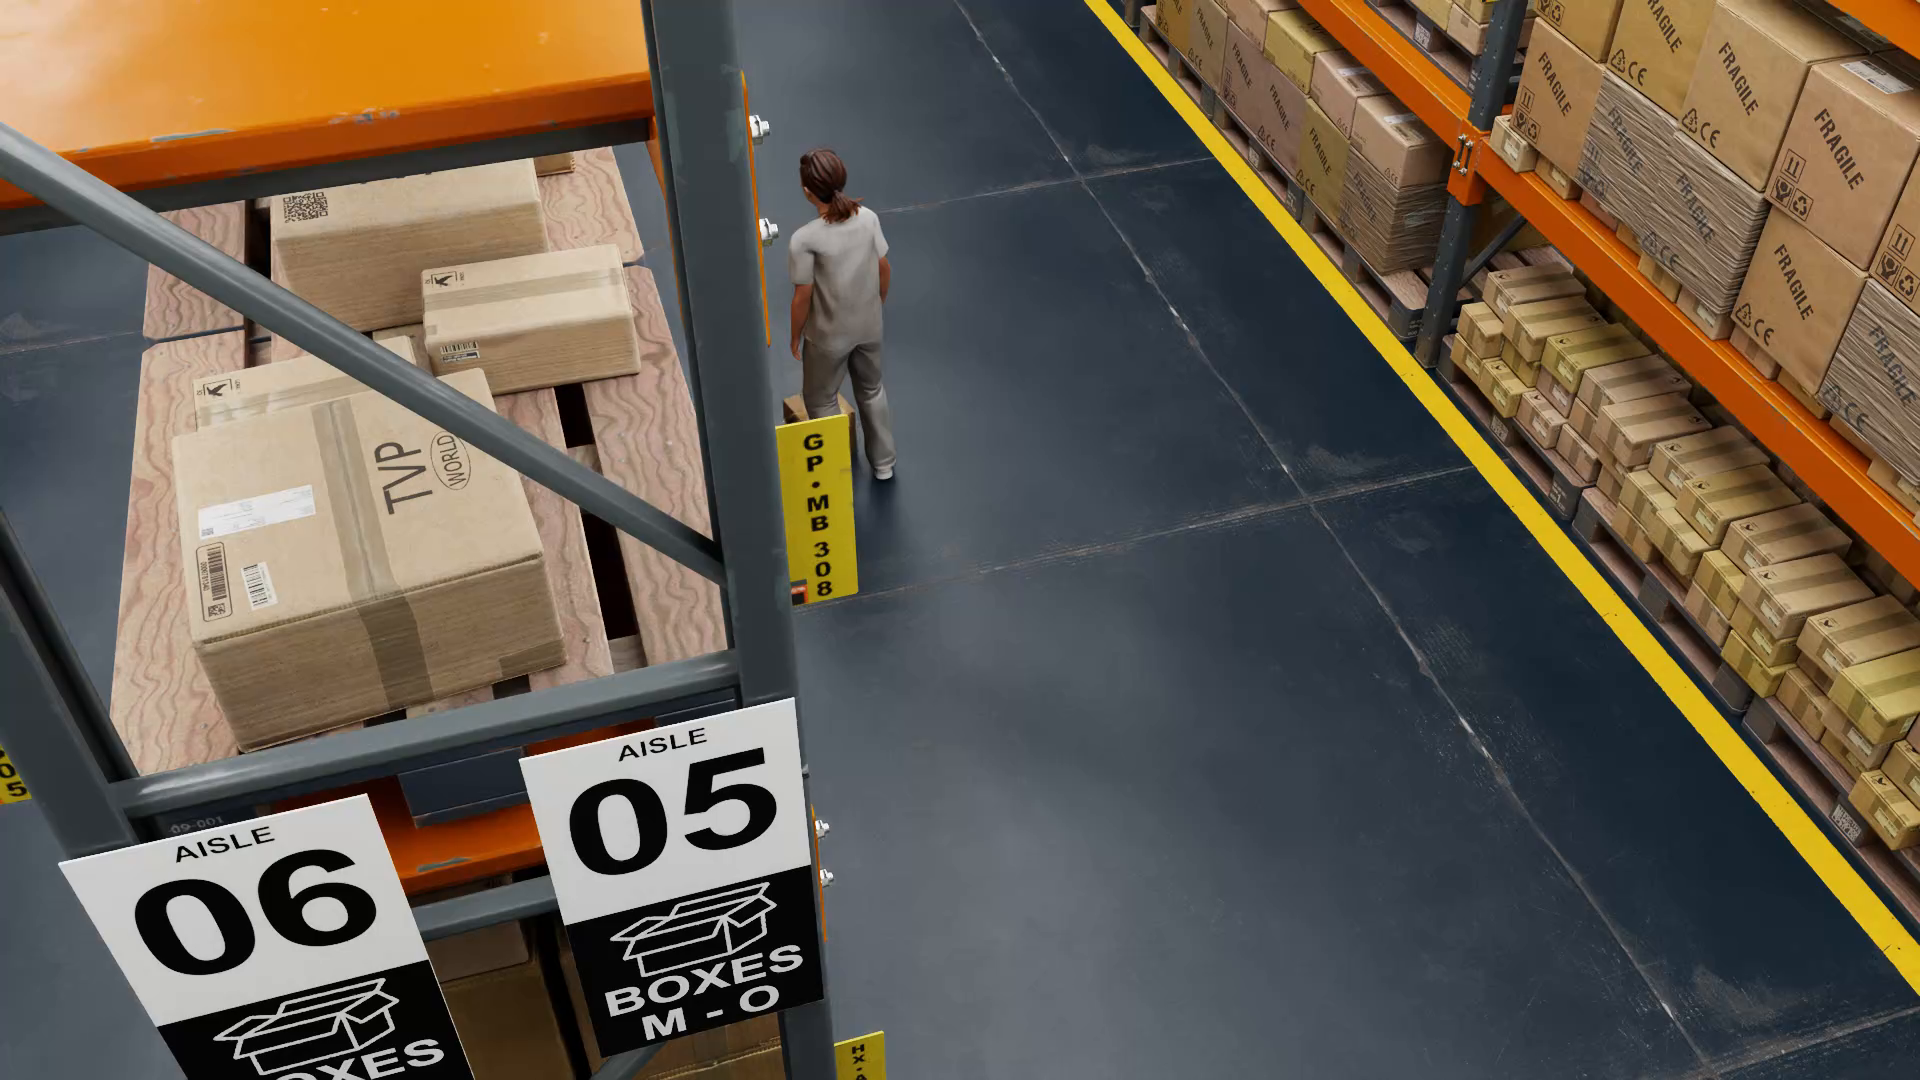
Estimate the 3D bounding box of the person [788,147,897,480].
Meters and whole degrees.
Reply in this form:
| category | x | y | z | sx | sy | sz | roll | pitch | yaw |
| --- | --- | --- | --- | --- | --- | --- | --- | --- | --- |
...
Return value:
| category | x | y | z | sx | sy | sz | roll | pitch | yaw |
| --- | --- | --- | --- | --- | --- | --- | --- | --- | --- |
| person | -0.514 | -0.913 | 7.161 | 0.488 | 1.673 | 0.359 | -23 | 47 | -24 |
